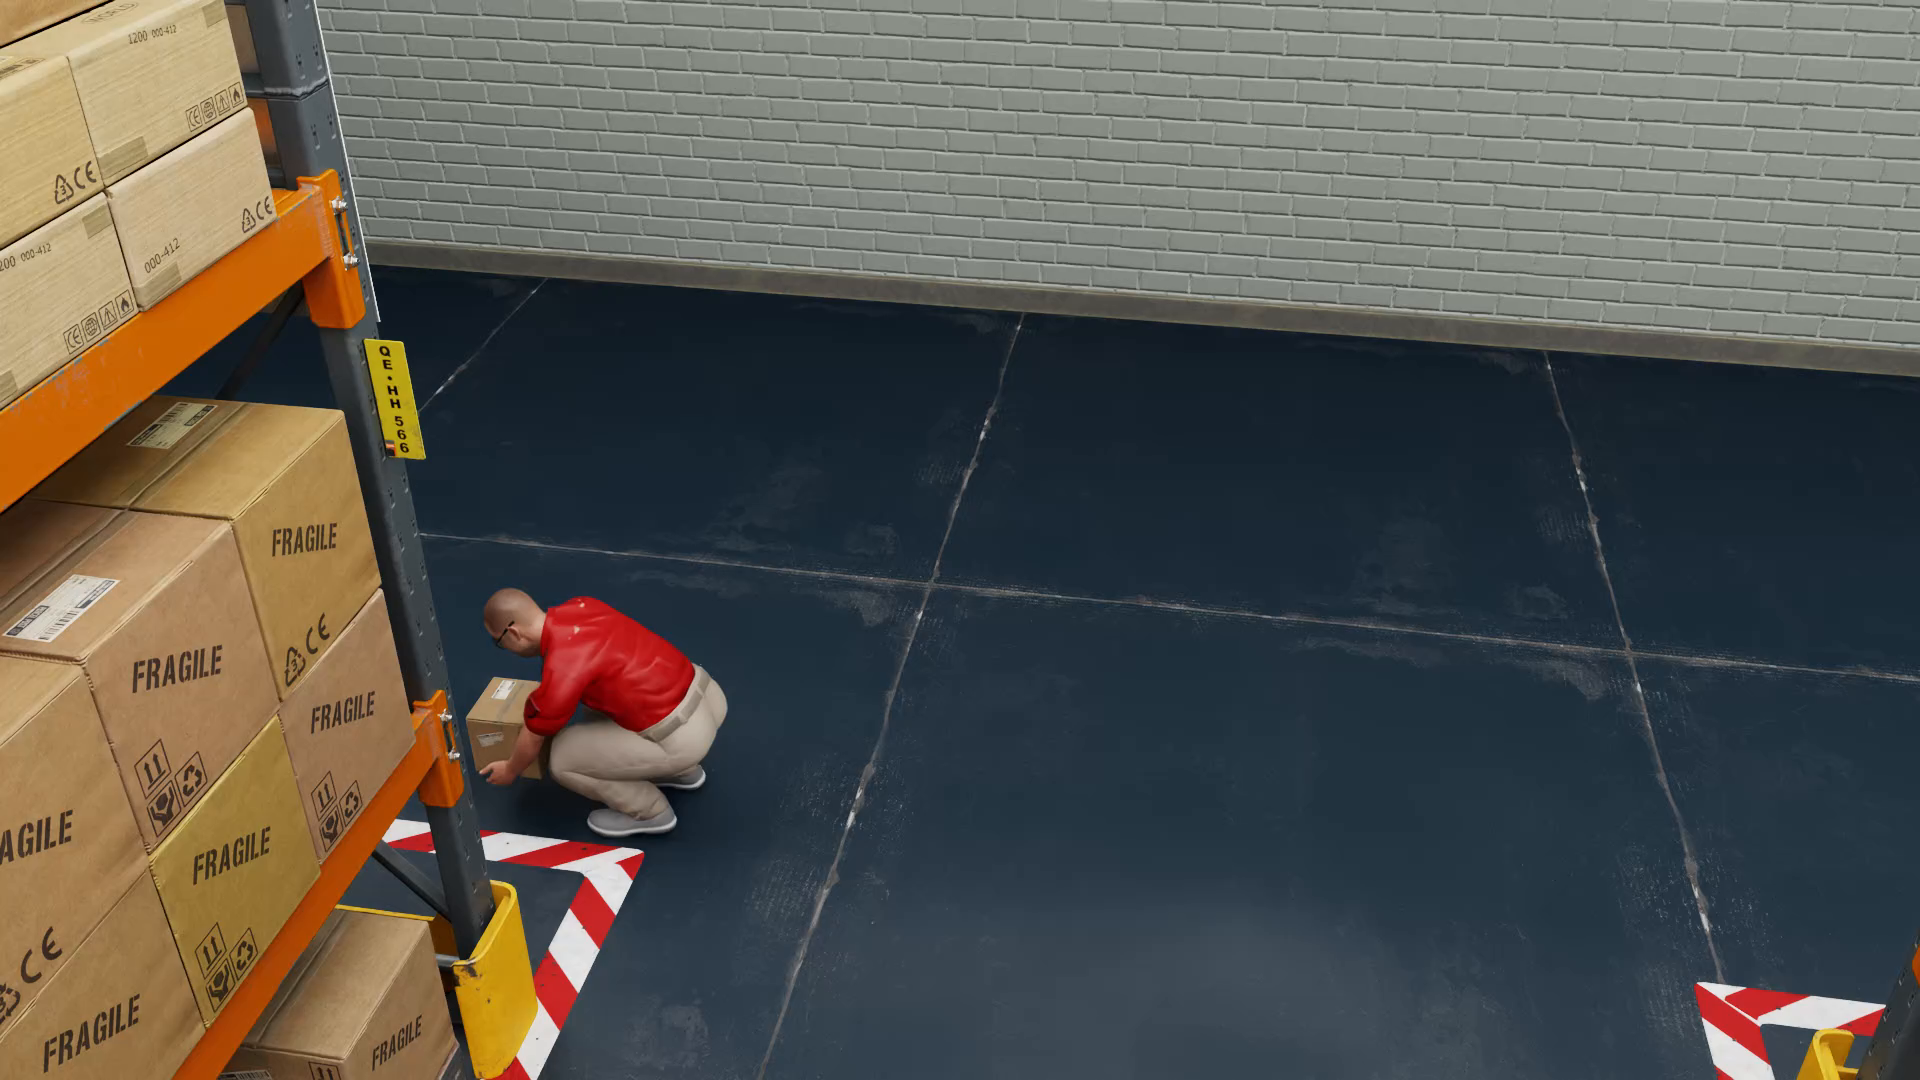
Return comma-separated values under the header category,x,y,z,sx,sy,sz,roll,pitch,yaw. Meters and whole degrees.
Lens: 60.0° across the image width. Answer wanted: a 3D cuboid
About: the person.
category,x,y,z,sx,sy,sz,roll,pitch,yaw
person,-1.286,0.559,5.935,0.861,0.920,0.563,4,32,7
